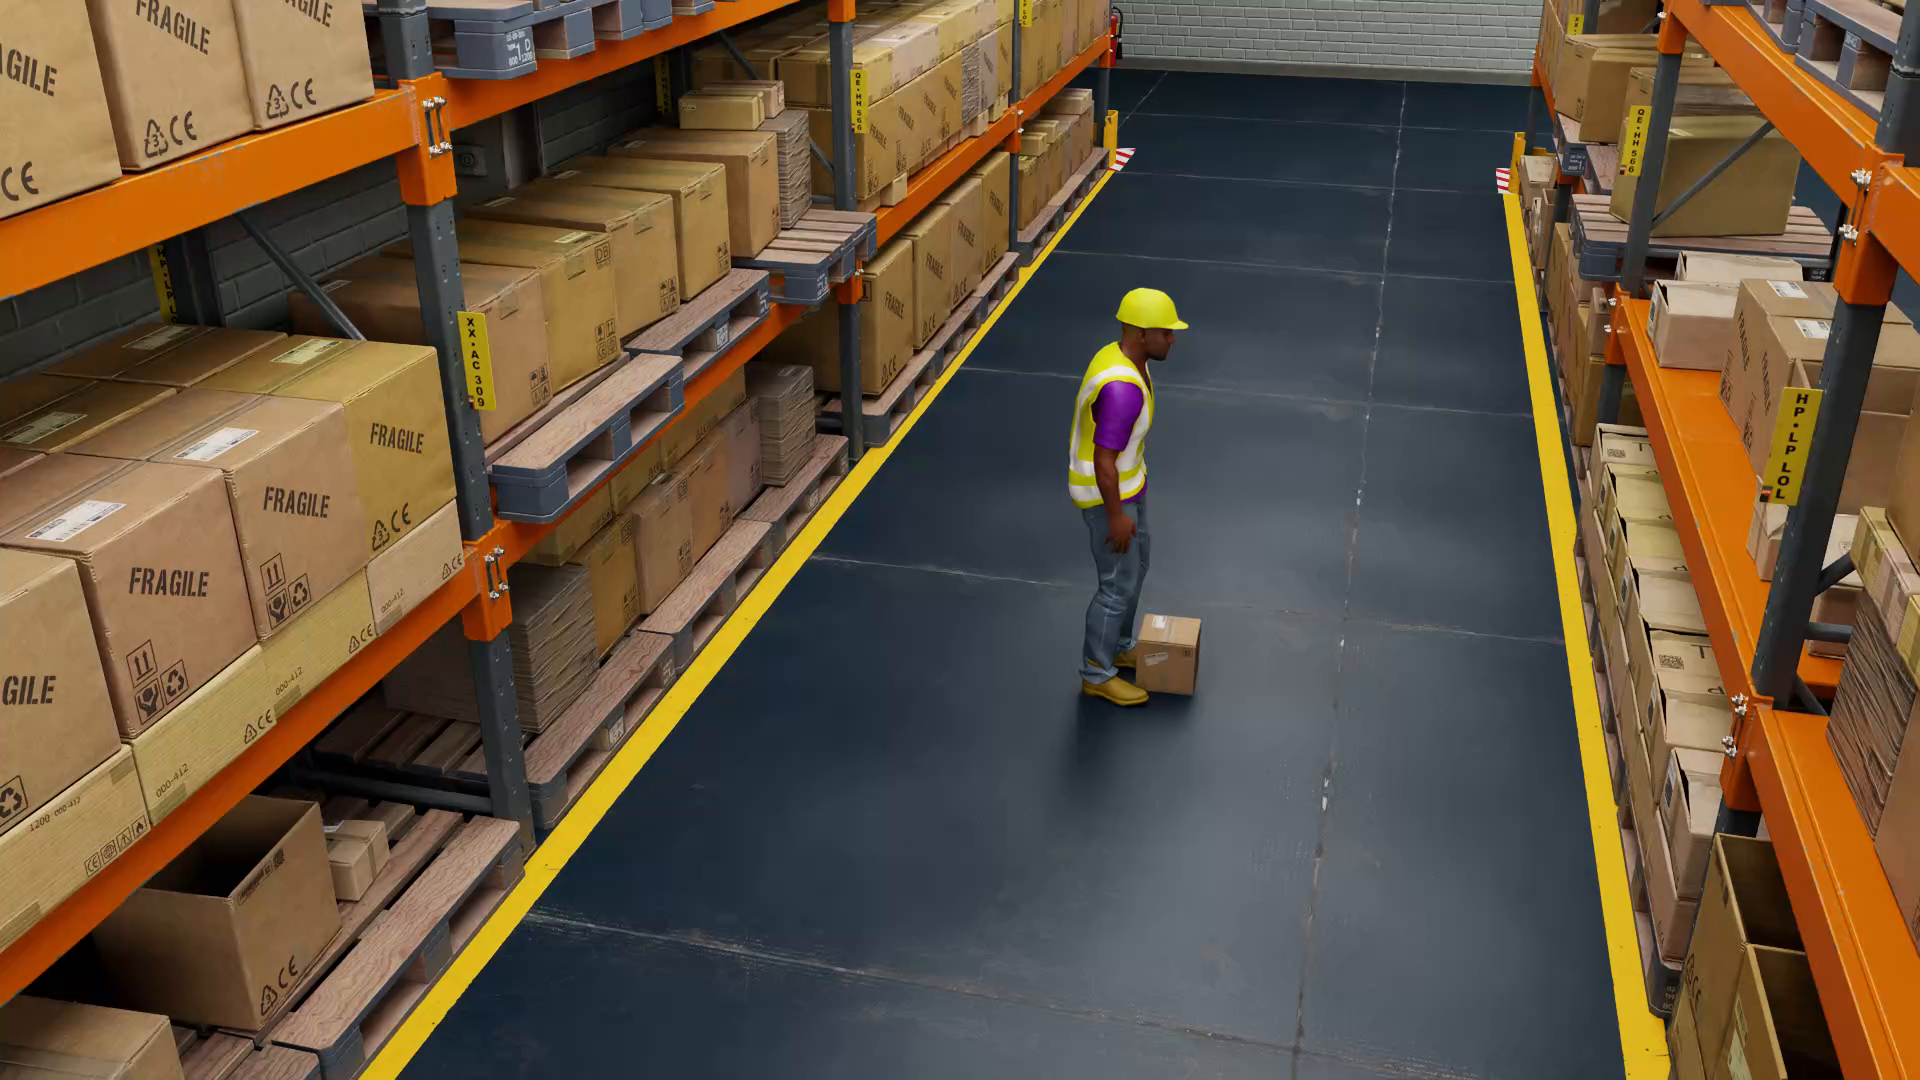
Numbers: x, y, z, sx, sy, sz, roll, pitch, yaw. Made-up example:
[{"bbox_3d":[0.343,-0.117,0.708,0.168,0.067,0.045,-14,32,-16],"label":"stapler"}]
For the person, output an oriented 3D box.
[{"bbox_3d":[0.687,-0.201,7.022,0.460,1.755,0.629,5,26,10],"label":"person"}]
